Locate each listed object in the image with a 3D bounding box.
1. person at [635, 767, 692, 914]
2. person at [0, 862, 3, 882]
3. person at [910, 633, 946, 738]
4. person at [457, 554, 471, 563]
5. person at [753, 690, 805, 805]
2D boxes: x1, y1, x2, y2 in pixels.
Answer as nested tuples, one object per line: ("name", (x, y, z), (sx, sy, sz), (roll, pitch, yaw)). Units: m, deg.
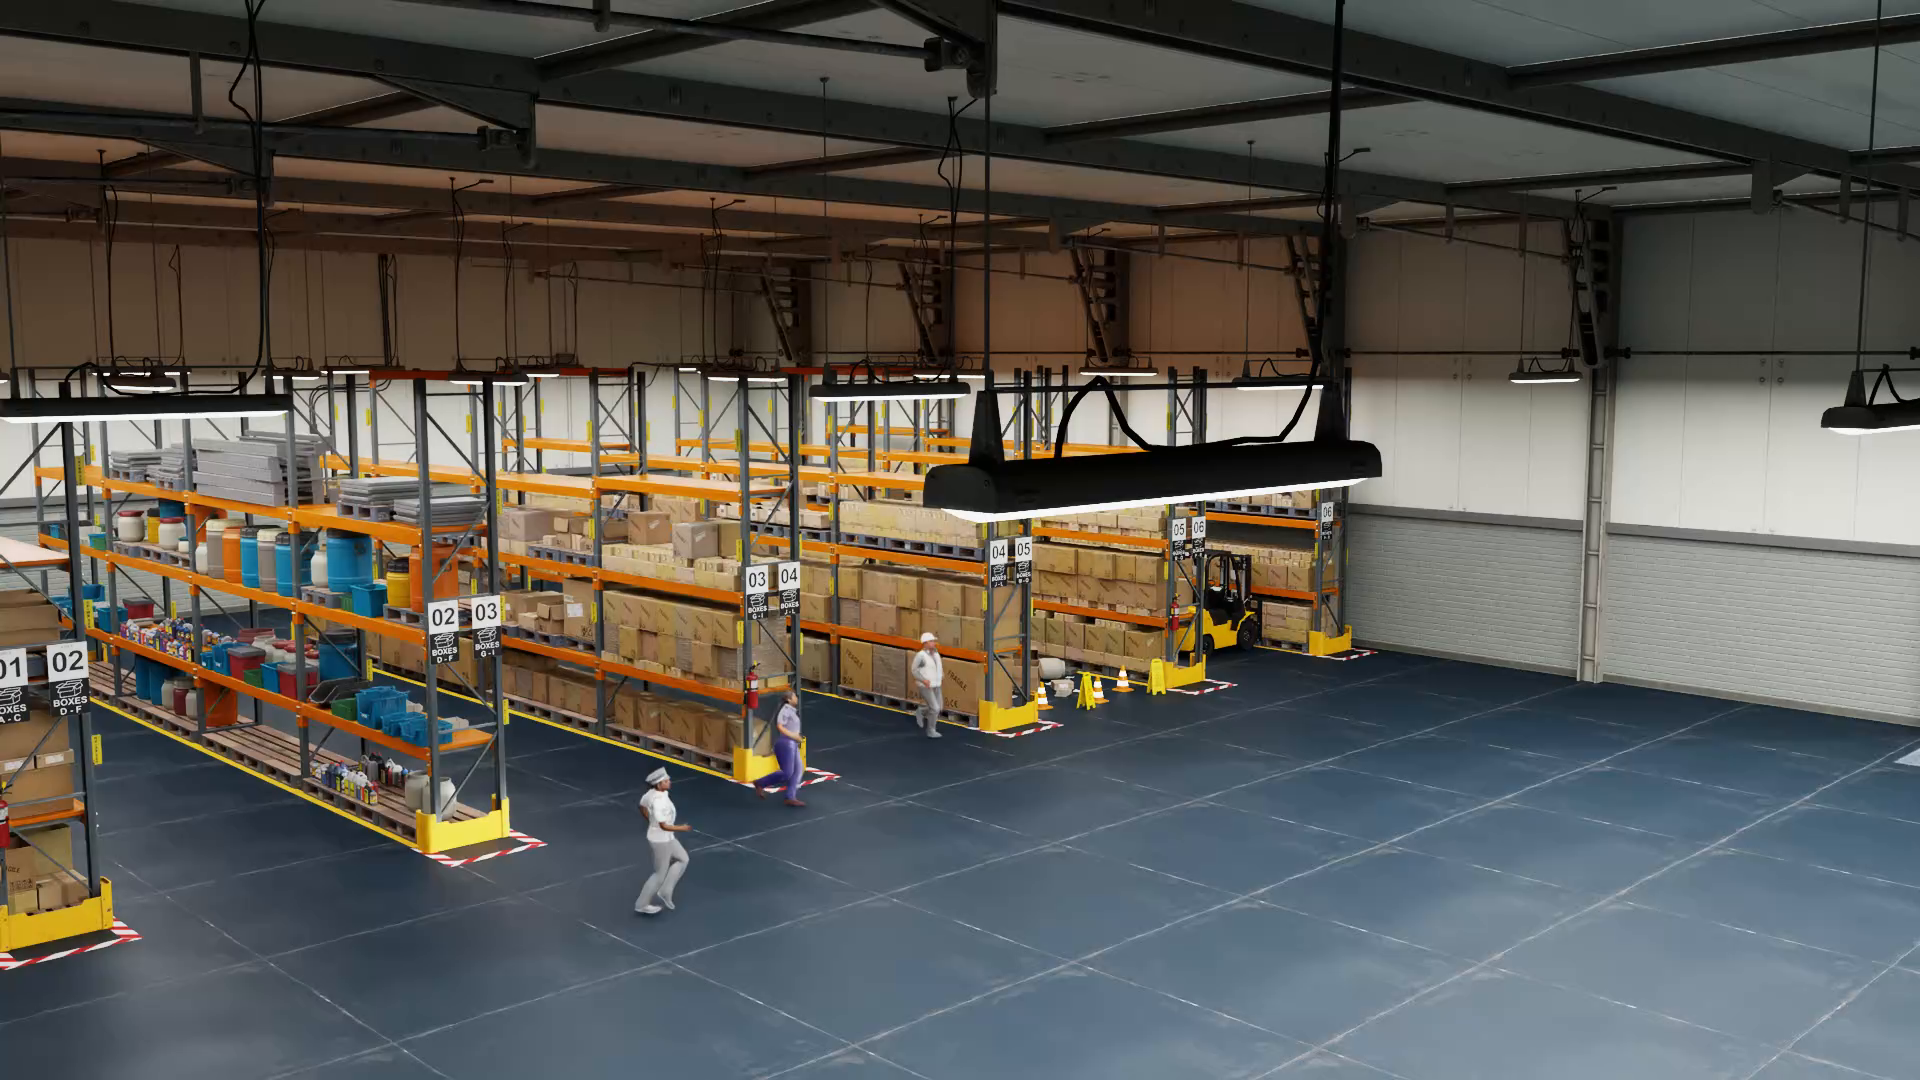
("person", (-3.363, 3.390, 18.795), (0.656, 1.694, 0.581), (-2, 7, -14))
("person", (-9.979, 3.626, 16.839), (0.775, 1.684, 0.601), (1, 7, 11))
("person", (-0.546, 2.378, 27.421), (0.669, 1.726, 0.688), (6, 9, 41))
("person", (-11.823, 1.102, 39.117), (0.788, 1.721, 0.922), (0, 6, -1))
("person", (-2.498, 2.920, 23.492), (0.680, 1.581, 0.667), (0, 6, 3))
